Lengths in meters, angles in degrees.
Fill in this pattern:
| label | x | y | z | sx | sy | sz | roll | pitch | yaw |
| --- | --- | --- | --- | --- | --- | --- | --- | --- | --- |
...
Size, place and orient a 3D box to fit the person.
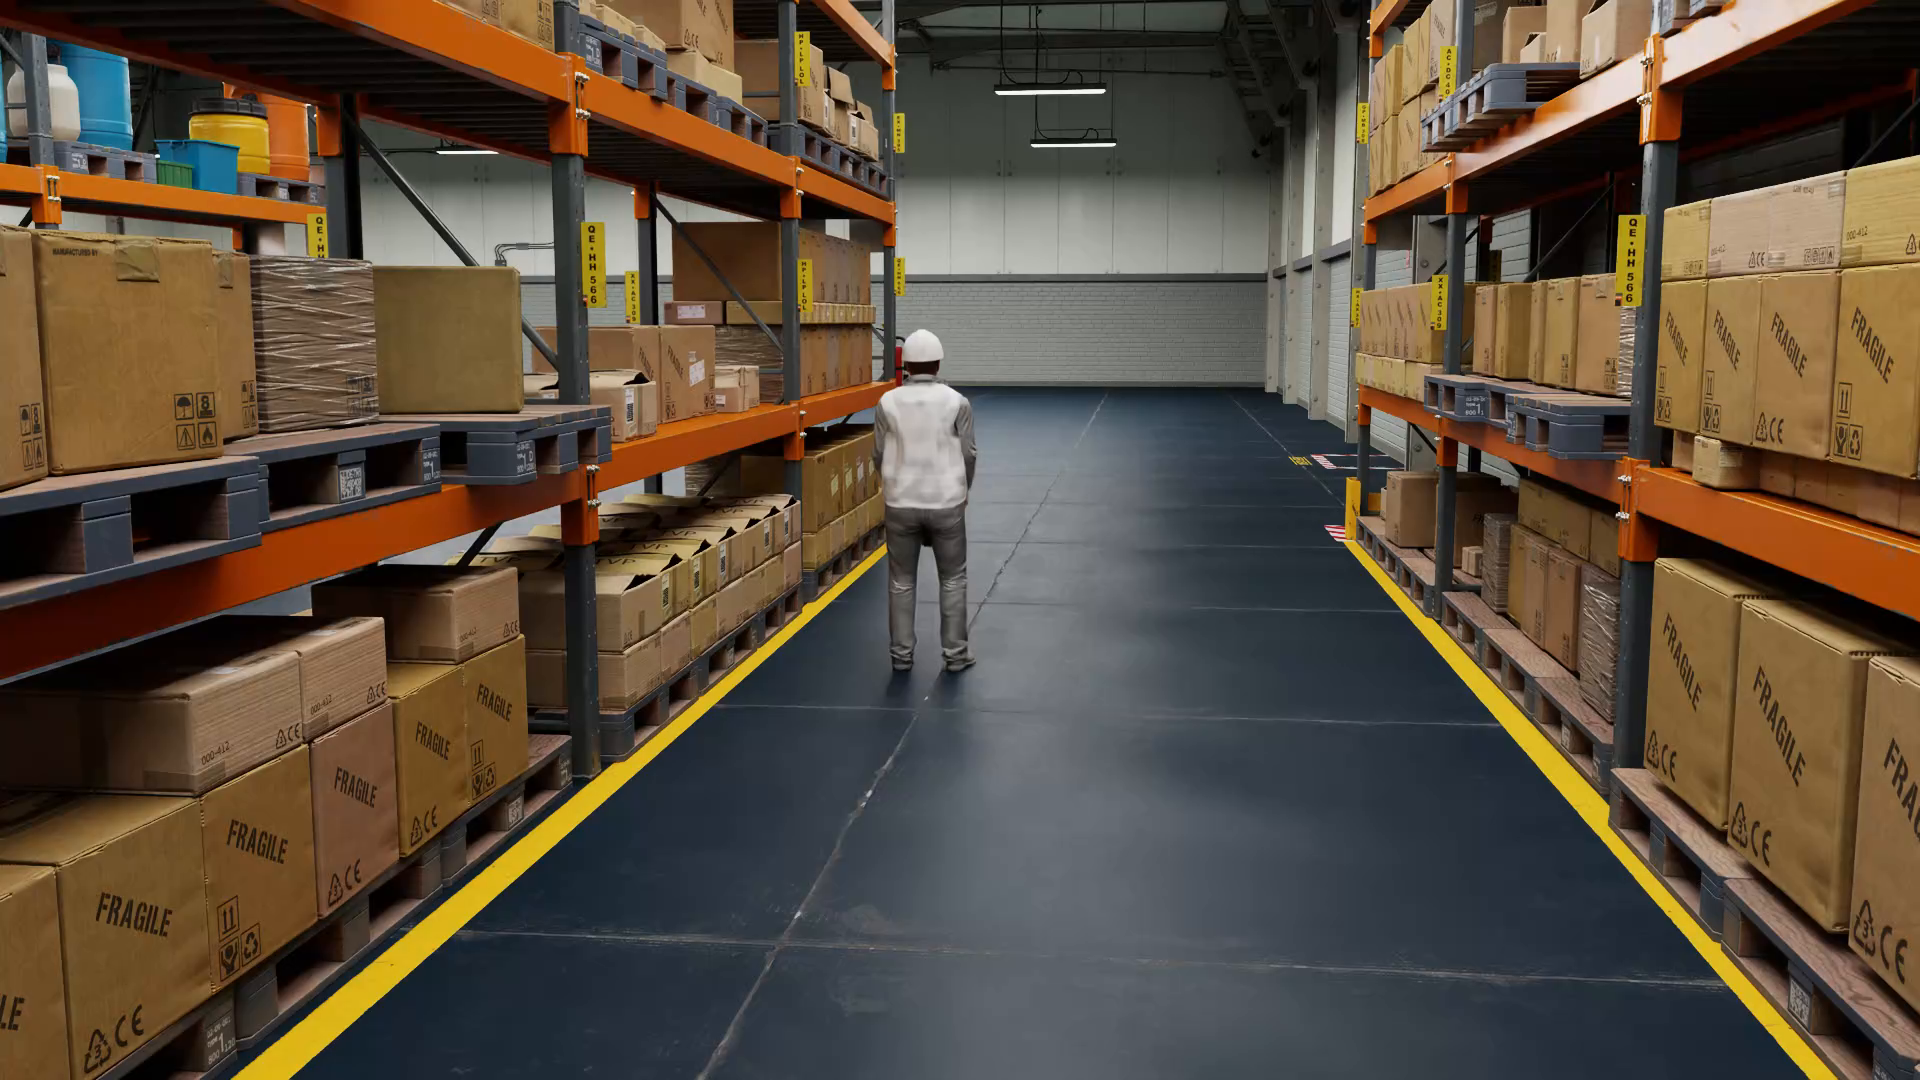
| label | x | y | z | sx | sy | sz | roll | pitch | yaw |
| --- | --- | --- | --- | --- | --- | --- | --- | --- | --- |
| person | -0.186 | -0.205 | 8.716 | 0.548 | 1.779 | 0.458 | 1 | 8 | 5 |
